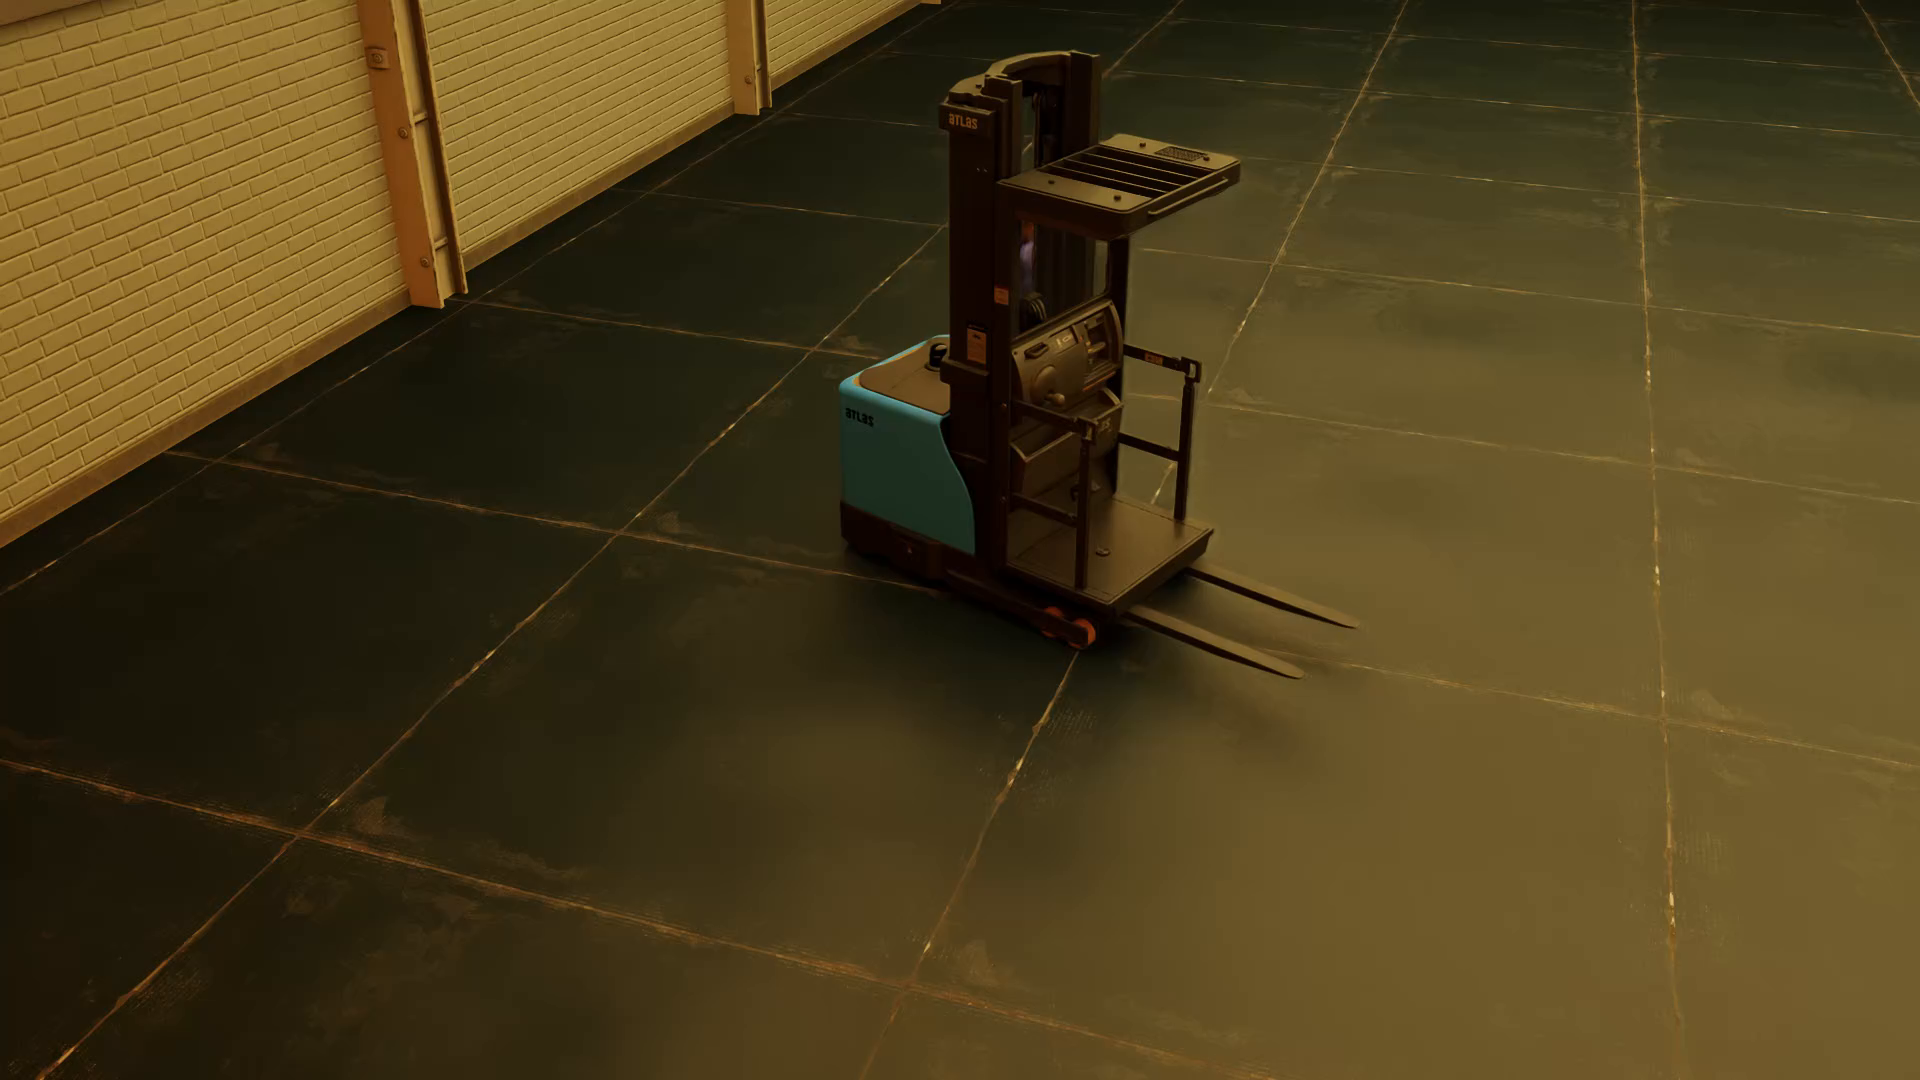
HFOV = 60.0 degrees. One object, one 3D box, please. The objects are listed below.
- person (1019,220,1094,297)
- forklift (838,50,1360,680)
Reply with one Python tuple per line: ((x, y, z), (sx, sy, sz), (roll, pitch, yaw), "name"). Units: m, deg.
((0.558, -1.474, 11.256), (0.916, 1.536, 0.461), (-2, 30, -4), "person")
((0.749, -0.975, 8.847), (3.031, 2.935, 1.130), (22, 36, 33), "forklift")
